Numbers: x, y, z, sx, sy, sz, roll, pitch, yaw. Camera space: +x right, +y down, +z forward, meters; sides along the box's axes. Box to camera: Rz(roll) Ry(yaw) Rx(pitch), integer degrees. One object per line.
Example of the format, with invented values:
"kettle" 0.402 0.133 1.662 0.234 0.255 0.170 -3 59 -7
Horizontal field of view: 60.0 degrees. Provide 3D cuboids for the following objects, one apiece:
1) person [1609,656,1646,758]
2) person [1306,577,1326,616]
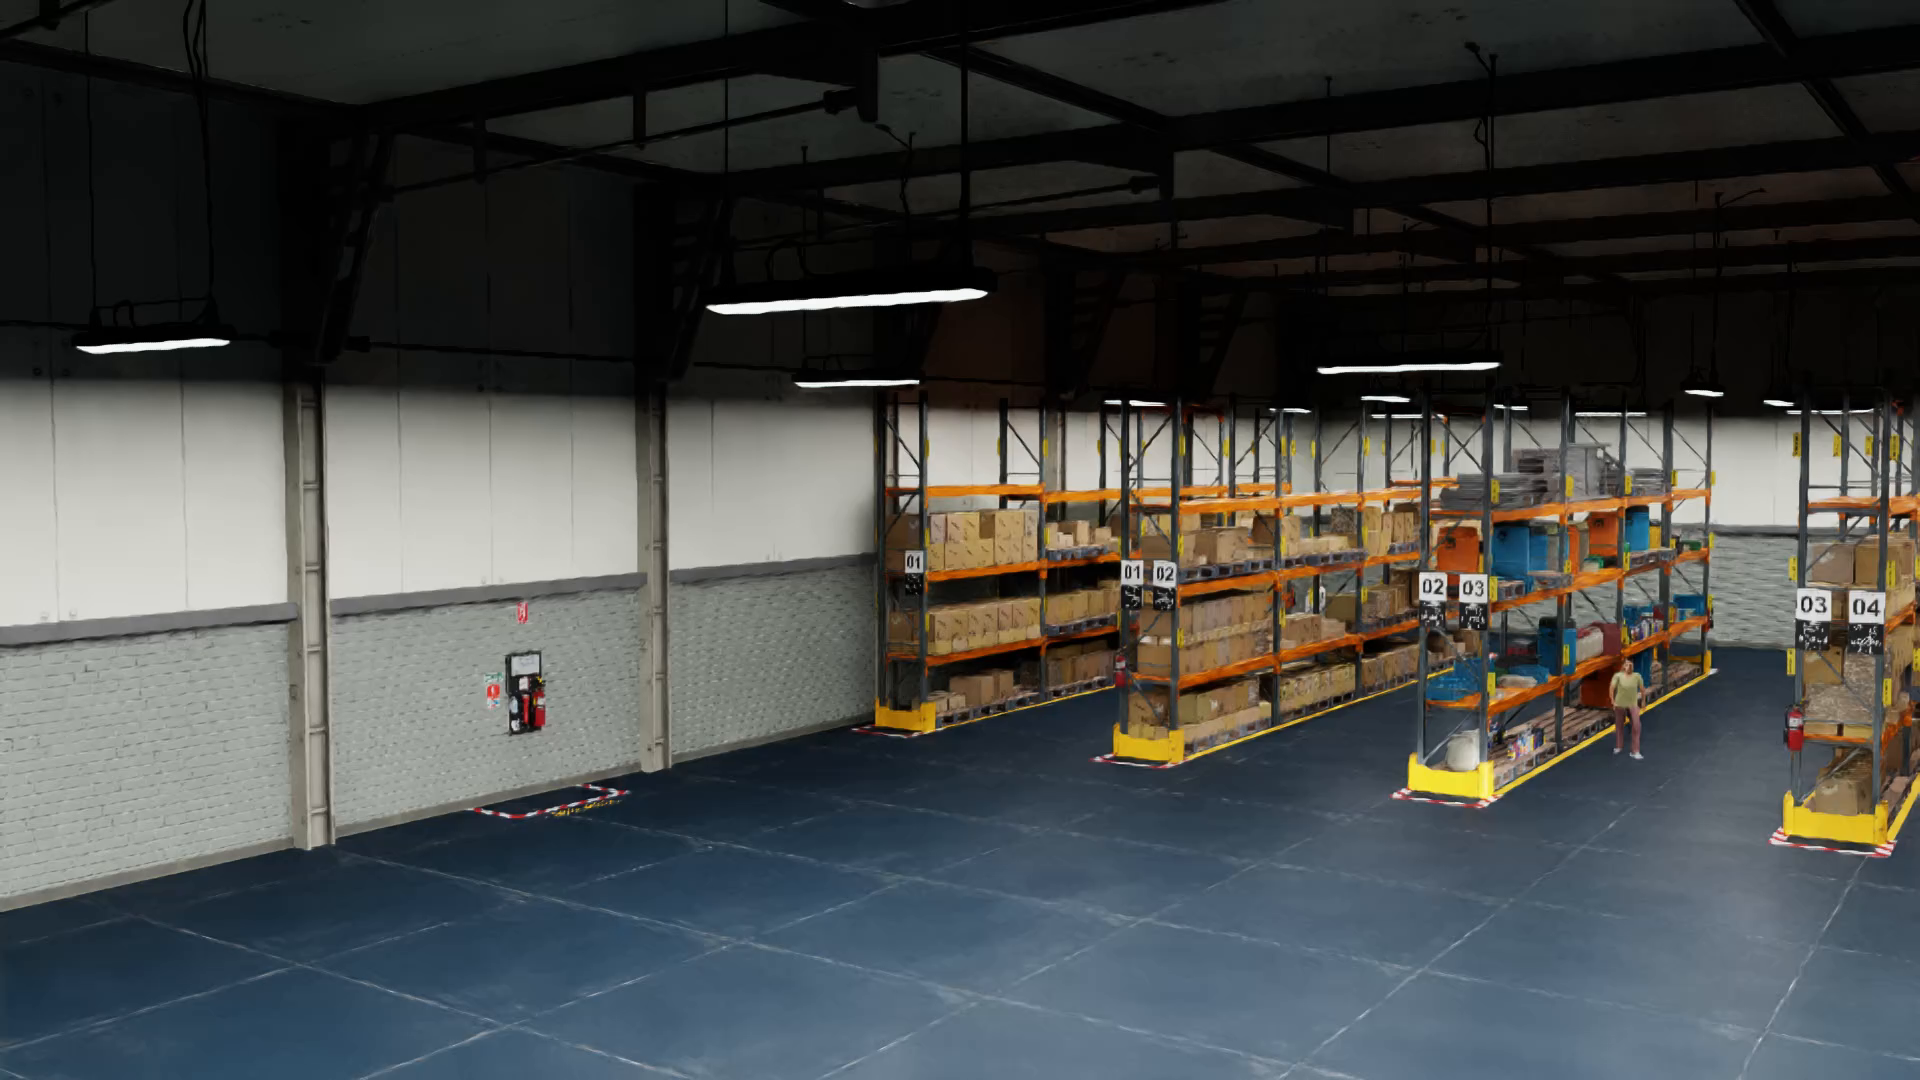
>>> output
"person" 10.830 2.683 26.997 0.585 1.629 0.718 1 3 16
"person" 9.346 1.770 43.691 0.574 1.640 0.652 0 3 -2
